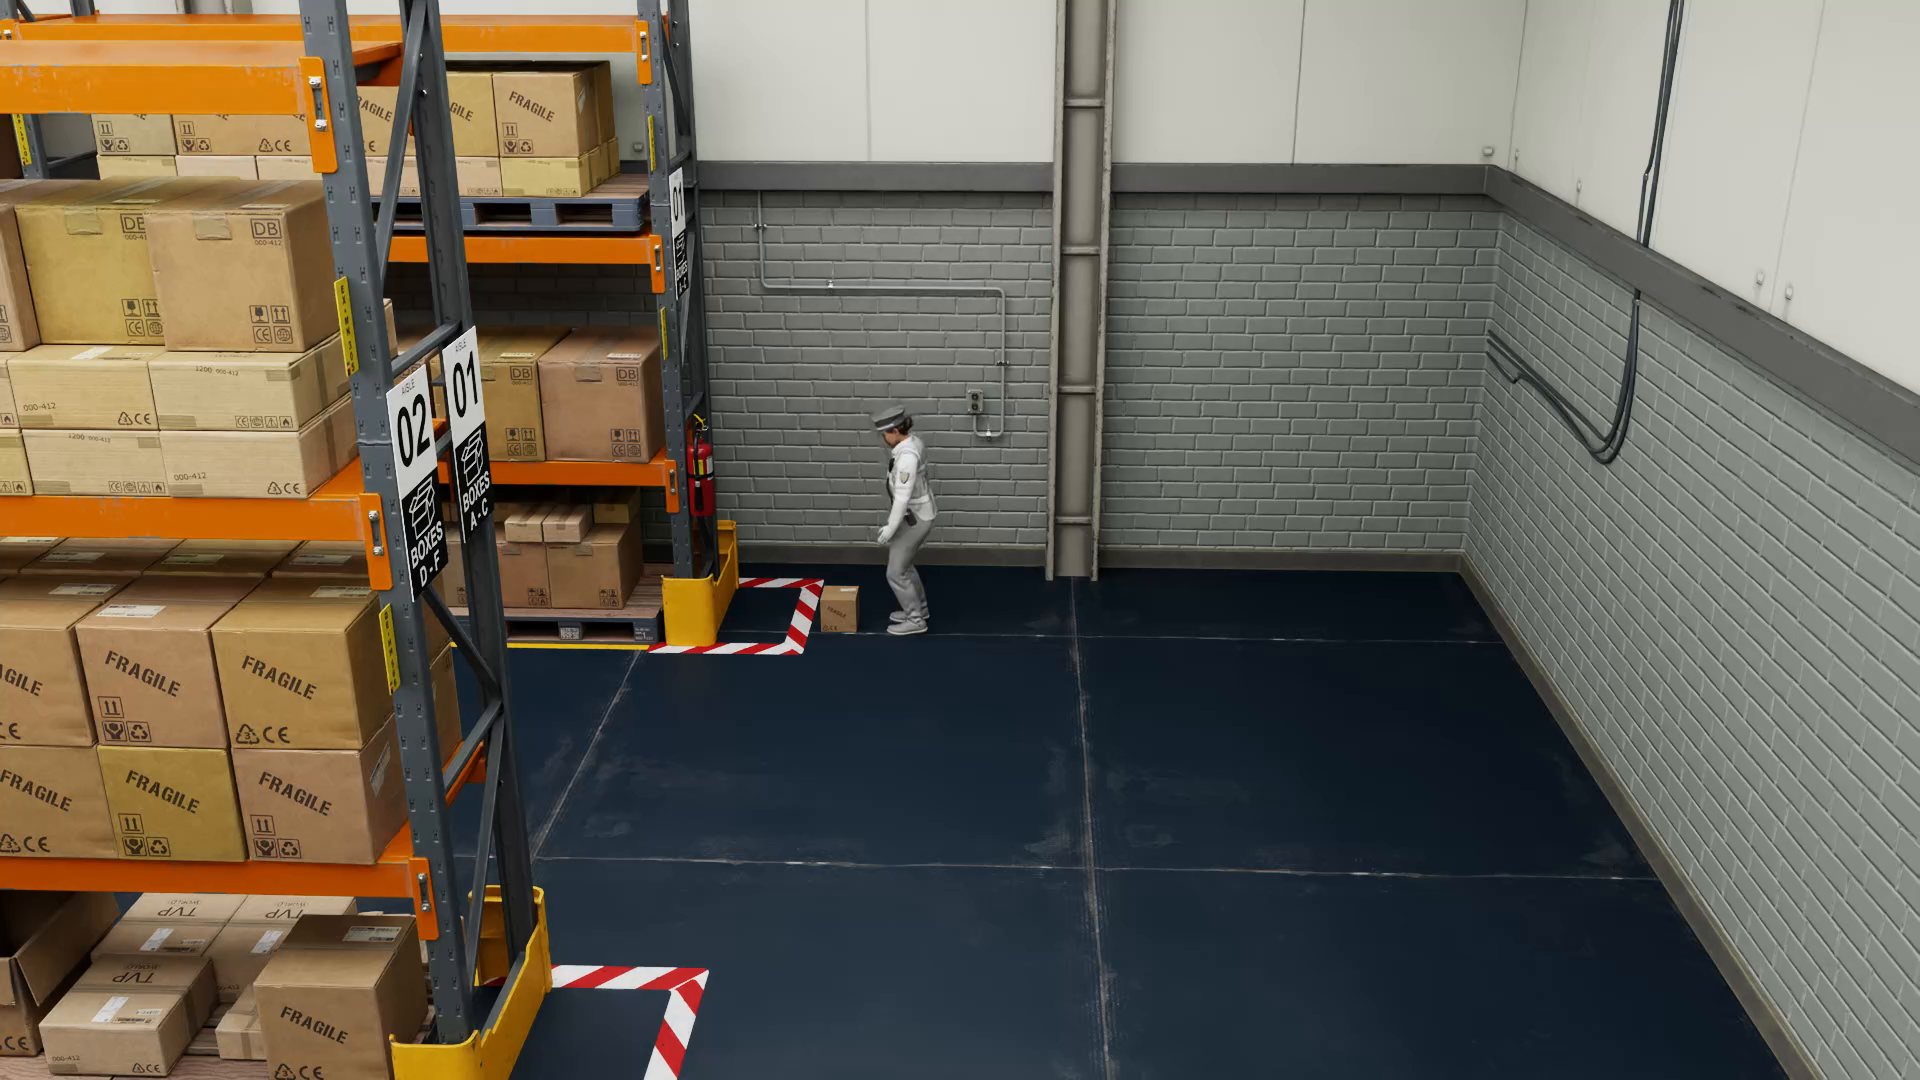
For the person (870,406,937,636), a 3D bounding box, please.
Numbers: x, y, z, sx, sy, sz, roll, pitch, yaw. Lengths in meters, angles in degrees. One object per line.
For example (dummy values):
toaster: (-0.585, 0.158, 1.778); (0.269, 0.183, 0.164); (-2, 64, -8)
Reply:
person: (-0.383, -0.133, 11.499); (0.446, 1.626, 0.500); (1, 21, 3)
